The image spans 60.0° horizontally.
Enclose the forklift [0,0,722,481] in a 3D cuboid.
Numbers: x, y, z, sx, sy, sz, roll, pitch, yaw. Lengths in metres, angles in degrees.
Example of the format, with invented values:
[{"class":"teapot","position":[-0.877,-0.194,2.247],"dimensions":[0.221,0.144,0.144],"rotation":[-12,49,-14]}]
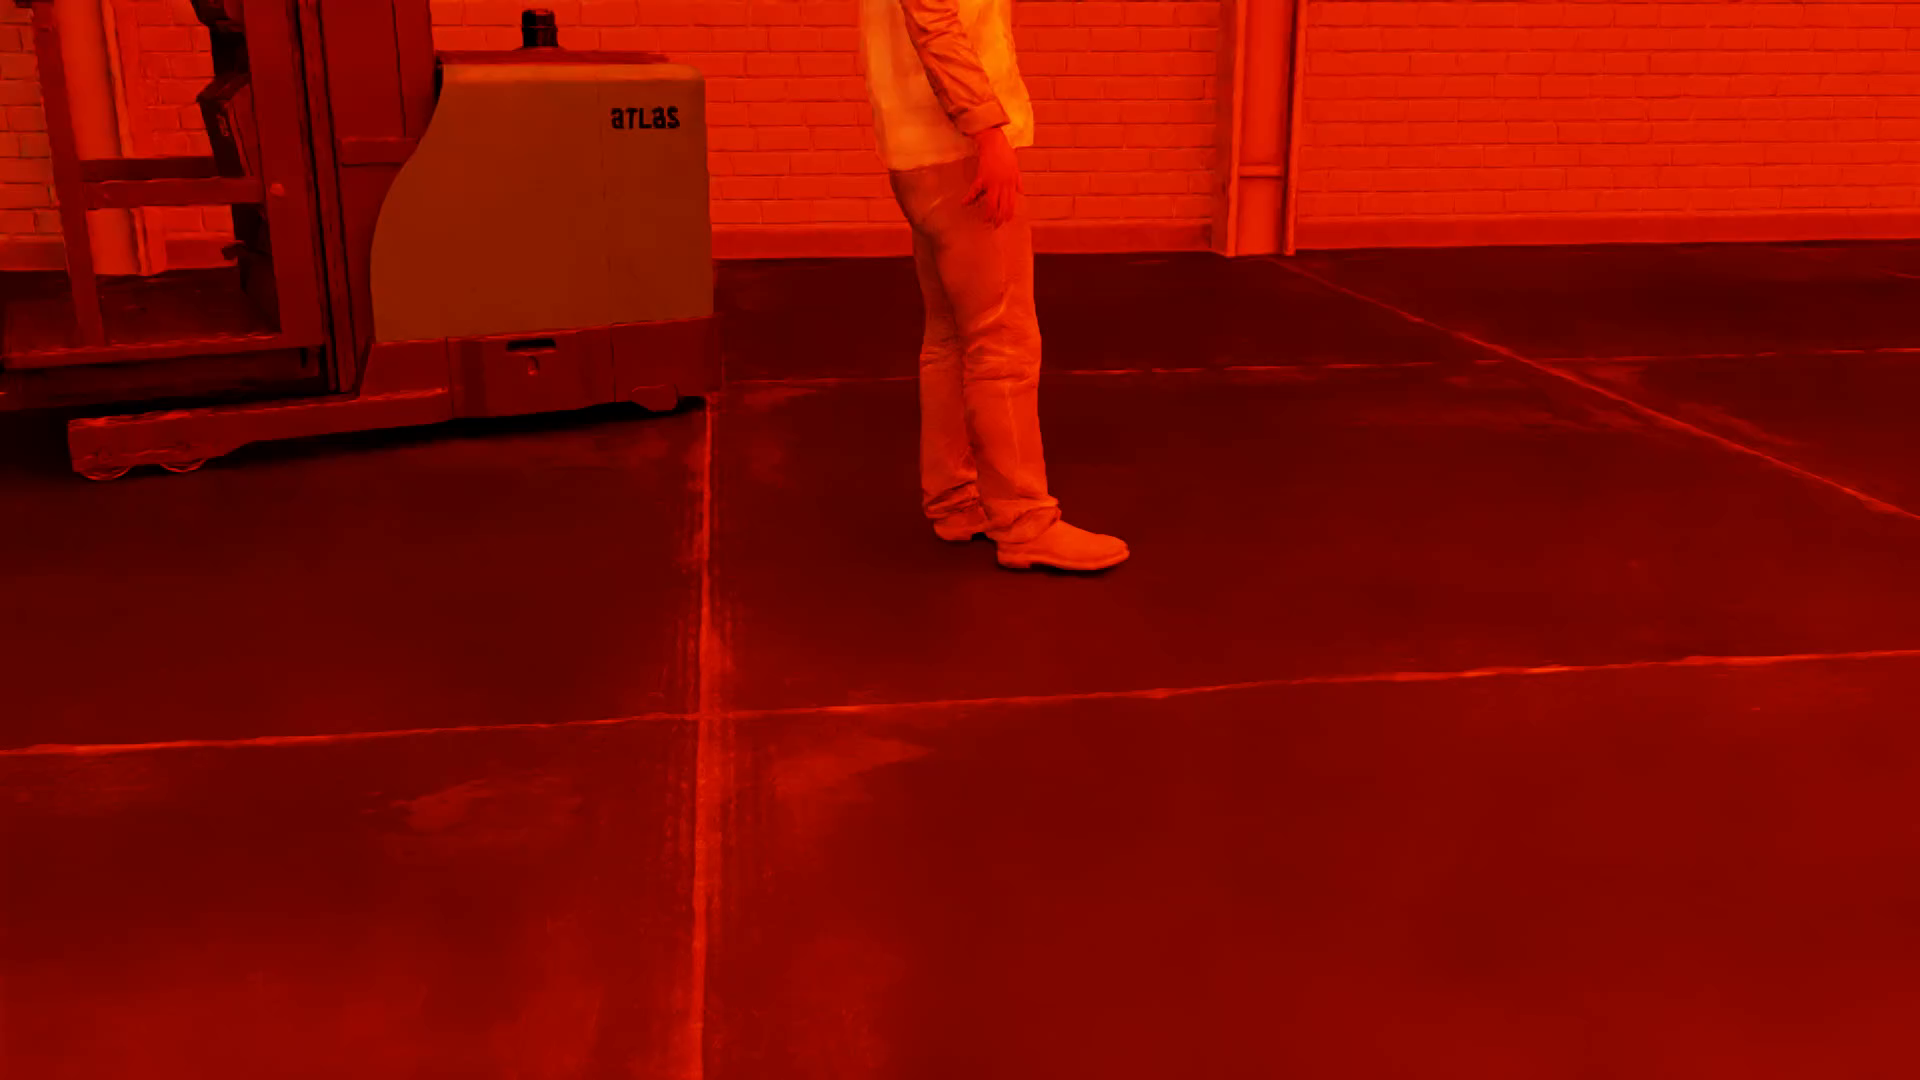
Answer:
[{"class":"forklift","position":[-2.310,-1.737,4.652],"dimensions":[3.031,2.935,1.130],"rotation":[-9,19,-27]}]

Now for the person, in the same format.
[{"class":"person","position":[0.063,-0.857,3.709],"dimensions":[0.567,1.773,0.632],"rotation":[-2,17,-8]}]
